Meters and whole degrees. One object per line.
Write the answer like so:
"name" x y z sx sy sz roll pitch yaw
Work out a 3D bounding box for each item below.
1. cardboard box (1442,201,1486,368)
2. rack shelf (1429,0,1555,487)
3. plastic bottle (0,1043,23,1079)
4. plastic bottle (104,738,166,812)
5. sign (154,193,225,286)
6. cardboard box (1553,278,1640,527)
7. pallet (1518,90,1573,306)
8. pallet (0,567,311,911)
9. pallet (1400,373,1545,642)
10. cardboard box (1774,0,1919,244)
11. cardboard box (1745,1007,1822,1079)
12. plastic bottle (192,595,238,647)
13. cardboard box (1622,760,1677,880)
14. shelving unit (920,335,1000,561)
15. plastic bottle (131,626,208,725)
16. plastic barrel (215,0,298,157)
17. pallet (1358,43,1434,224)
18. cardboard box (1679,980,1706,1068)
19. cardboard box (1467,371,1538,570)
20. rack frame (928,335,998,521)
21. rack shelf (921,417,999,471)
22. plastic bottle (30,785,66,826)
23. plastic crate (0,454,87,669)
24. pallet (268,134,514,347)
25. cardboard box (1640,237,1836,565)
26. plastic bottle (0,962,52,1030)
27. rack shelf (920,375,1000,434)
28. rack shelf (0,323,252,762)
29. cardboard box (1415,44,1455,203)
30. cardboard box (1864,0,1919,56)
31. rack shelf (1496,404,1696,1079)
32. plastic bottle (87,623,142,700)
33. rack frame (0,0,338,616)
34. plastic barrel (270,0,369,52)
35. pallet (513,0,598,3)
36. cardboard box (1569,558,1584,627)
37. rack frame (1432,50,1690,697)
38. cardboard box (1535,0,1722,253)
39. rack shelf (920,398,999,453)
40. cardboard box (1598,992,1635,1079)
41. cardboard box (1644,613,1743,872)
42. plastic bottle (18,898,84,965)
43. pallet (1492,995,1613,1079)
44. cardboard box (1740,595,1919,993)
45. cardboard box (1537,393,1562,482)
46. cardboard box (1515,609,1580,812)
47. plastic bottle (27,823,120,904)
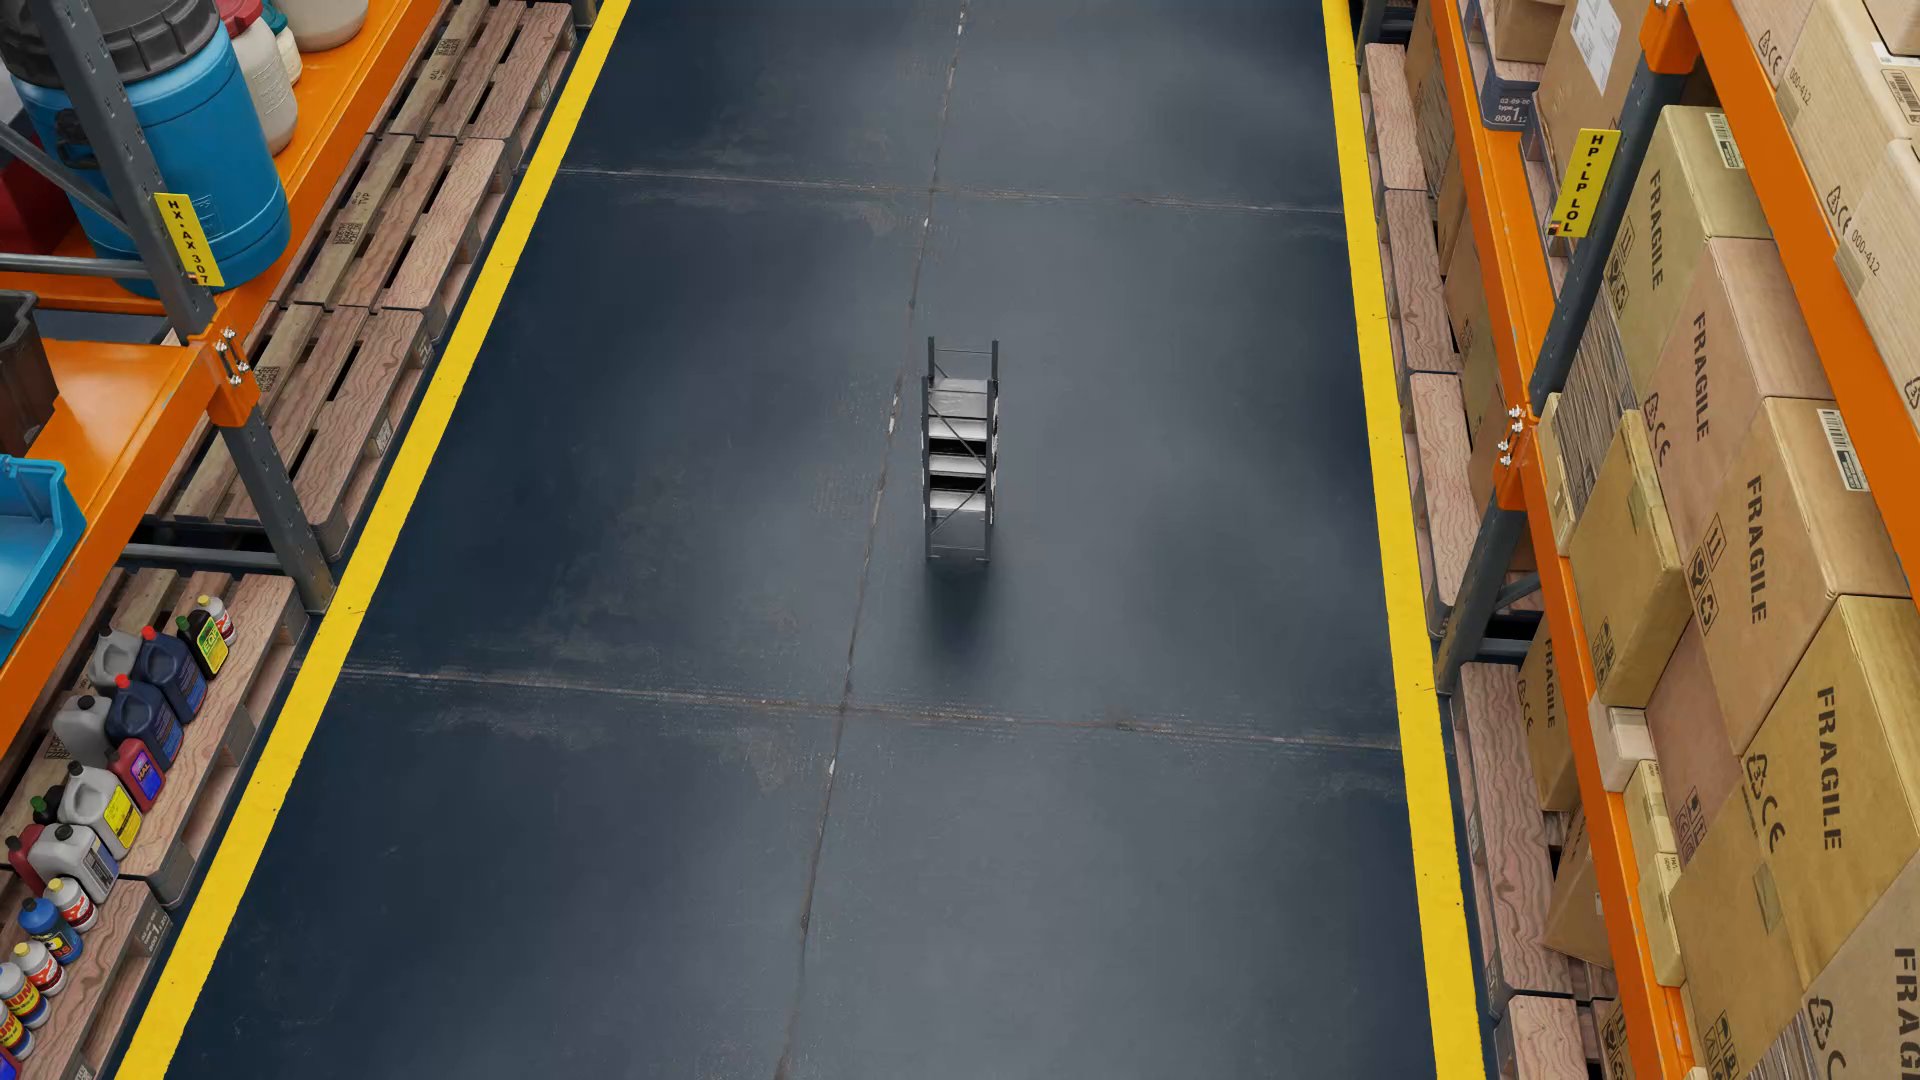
"cardboard box" 2.342 -1.002 6.529 0.700 0.500 0.500 0 48 0
"rack shelf" 2.334 -1.714 6.272 1.077 0.370 4.000 4 48 4
"plastic bottle" -2.631 1.411 4.469 0.061 0.283 0.133 5 48 4
"plastic bottle" -2.543 0.705 5.115 0.061 0.283 0.133 7 48 6
"sign" -2.234 -0.868 4.824 0.100 0.325 0.005 4 48 4
"cardboard box" 2.049 -0.294 4.217 0.875 0.500 0.500 4 48 4
"pallet" 2.366 -0.974 5.238 1.003 0.211 1.213 4 48 4
"pallet" -2.883 0.612 5.547 1.003 0.211 1.213 4 48 4
"pallet" 2.221 -0.118 6.215 1.003 0.211 1.213 4 48 4
"cardboard box" 1.812 -0.746 2.968 0.500 0.250 0.500 3 48 3
"cardboard box" 1.879 1.176 2.872 0.875 0.500 0.500 4 48 4
"plastic bottle" -2.503 0.264 5.574 0.097 0.201 0.097 0 48 0
"cardboard box" 1.743 0.656 3.788 0.380 0.149 0.250 4 48 4
"shelving unit" 0.001 -0.310 5.923 0.258 0.900 0.210 4 48 4
"plastic bottle" -2.552 0.418 5.332 0.144 0.351 0.185 3 48 2
"plastic barrel" -2.475 -1.554 5.546 0.433 0.535 0.433 0 48 0
"pallet" 2.443 -1.911 7.855 1.003 0.211 1.213 4 48 4
"cardboard box" 1.732 1.026 3.449 0.380 0.149 0.250 4 48 4
"cardboard box" 2.229 -0.241 5.834 0.700 0.500 0.500 1 48 1
"rack frame" 0.010 -0.384 5.992 0.240 0.900 0.006 4 48 4
"rack shelf" 0.001 -0.348 5.882 0.258 0.077 0.200 4 48 4
"plastic bottle" -2.704 0.831 4.999 0.061 0.283 0.133 4 48 4
"plastic crate" -2.611 0.062 4.261 0.499 0.251 0.616 4 48 4
"pallet" -2.639 -1.357 7.348 1.003 0.211 1.213 4 48 4
"cardboard box" 1.813 -0.277 3.524 0.500 0.500 0.500 4 48 4
"plastic bottle" -2.629 1.255 4.620 0.097 0.271 0.097 0 48 0
"rack shelf" 0.001 -0.469 5.749 0.258 0.077 0.200 4 48 4
"rack shelf" -2.963 0.893 3.888 1.077 0.370 4.000 4 48 4
"cardboard box" 2.437 -1.829 7.286 0.700 0.500 0.500 0 48 0
"cardboard box" 1.813 -0.966 2.899 0.380 0.149 0.250 4 48 4
"rack shelf" 1.969 1.226 3.584 1.077 0.370 4.000 4 48 4
"plastic bottle" -2.696 0.409 5.341 0.144 0.351 0.185 4 48 4
"rack frame" -2.781 -0.820 4.967 1.000 3.000 0.127 4 48 4
"plastic barrel" -2.408 -2.093 6.040 0.433 0.535 0.433 0 48 0
"pallet" -2.386 -3.400 9.217 1.003 0.211 1.213 4 48 4
"cardboard box" 1.802 0.104 4.292 0.380 0.149 0.250 4 48 4
"rack frame" 2.152 -0.487 4.662 1.000 3.000 0.127 4 48 4
"cardboard box" 2.363 -1.405 4.811 1.000 1.000 1.000 4 48 4
"rack shelf" 0.001 -0.409 5.815 0.258 0.077 0.200 4 48 4
"cardboard box" 2.052 1.389 4.356 0.500 0.500 0.500 0 48 0
"cardboard box" 2.023 0.445 3.541 0.875 0.500 0.500 4 48 4
"plastic bottle" -2.611 1.106 4.756 0.097 0.271 0.097 0 48 0
"pallet" 2.017 1.849 4.416 1.003 0.211 1.213 4 48 4
"cardboard box" 1.733 0.458 2.851 0.500 0.500 0.500 4 48 4
"cardboard box" 1.833 -0.264 4.629 0.380 0.149 0.250 4 48 4
"cardboard box" 2.075 0.506 5.163 0.500 0.500 0.500 3 48 2
"plastic bottle" -2.618 0.941 4.904 0.152 0.276 0.135 5 48 4
